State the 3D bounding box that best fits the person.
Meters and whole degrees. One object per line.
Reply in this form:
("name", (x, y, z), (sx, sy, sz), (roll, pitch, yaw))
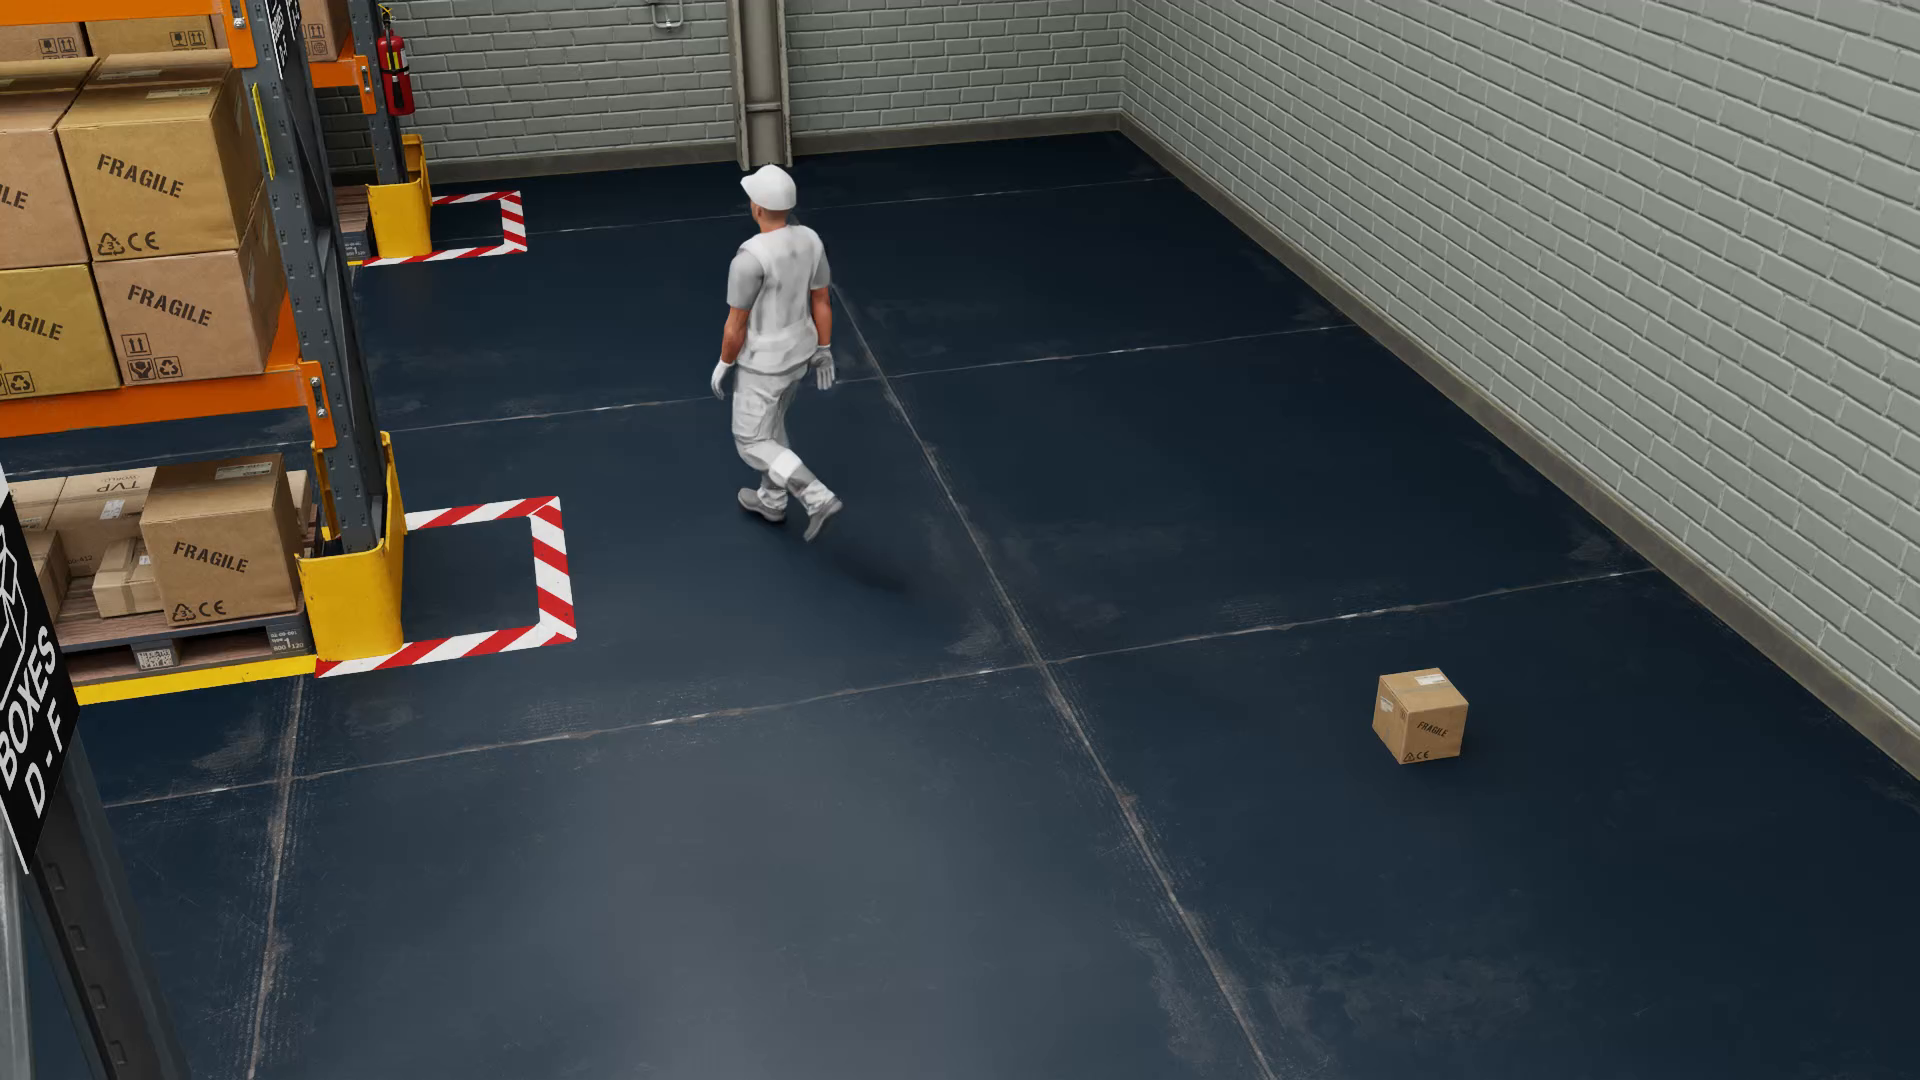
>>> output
("person", (-0.804, -0.805, 7.467), (0.798, 1.767, 0.548), (20, 36, 31))
